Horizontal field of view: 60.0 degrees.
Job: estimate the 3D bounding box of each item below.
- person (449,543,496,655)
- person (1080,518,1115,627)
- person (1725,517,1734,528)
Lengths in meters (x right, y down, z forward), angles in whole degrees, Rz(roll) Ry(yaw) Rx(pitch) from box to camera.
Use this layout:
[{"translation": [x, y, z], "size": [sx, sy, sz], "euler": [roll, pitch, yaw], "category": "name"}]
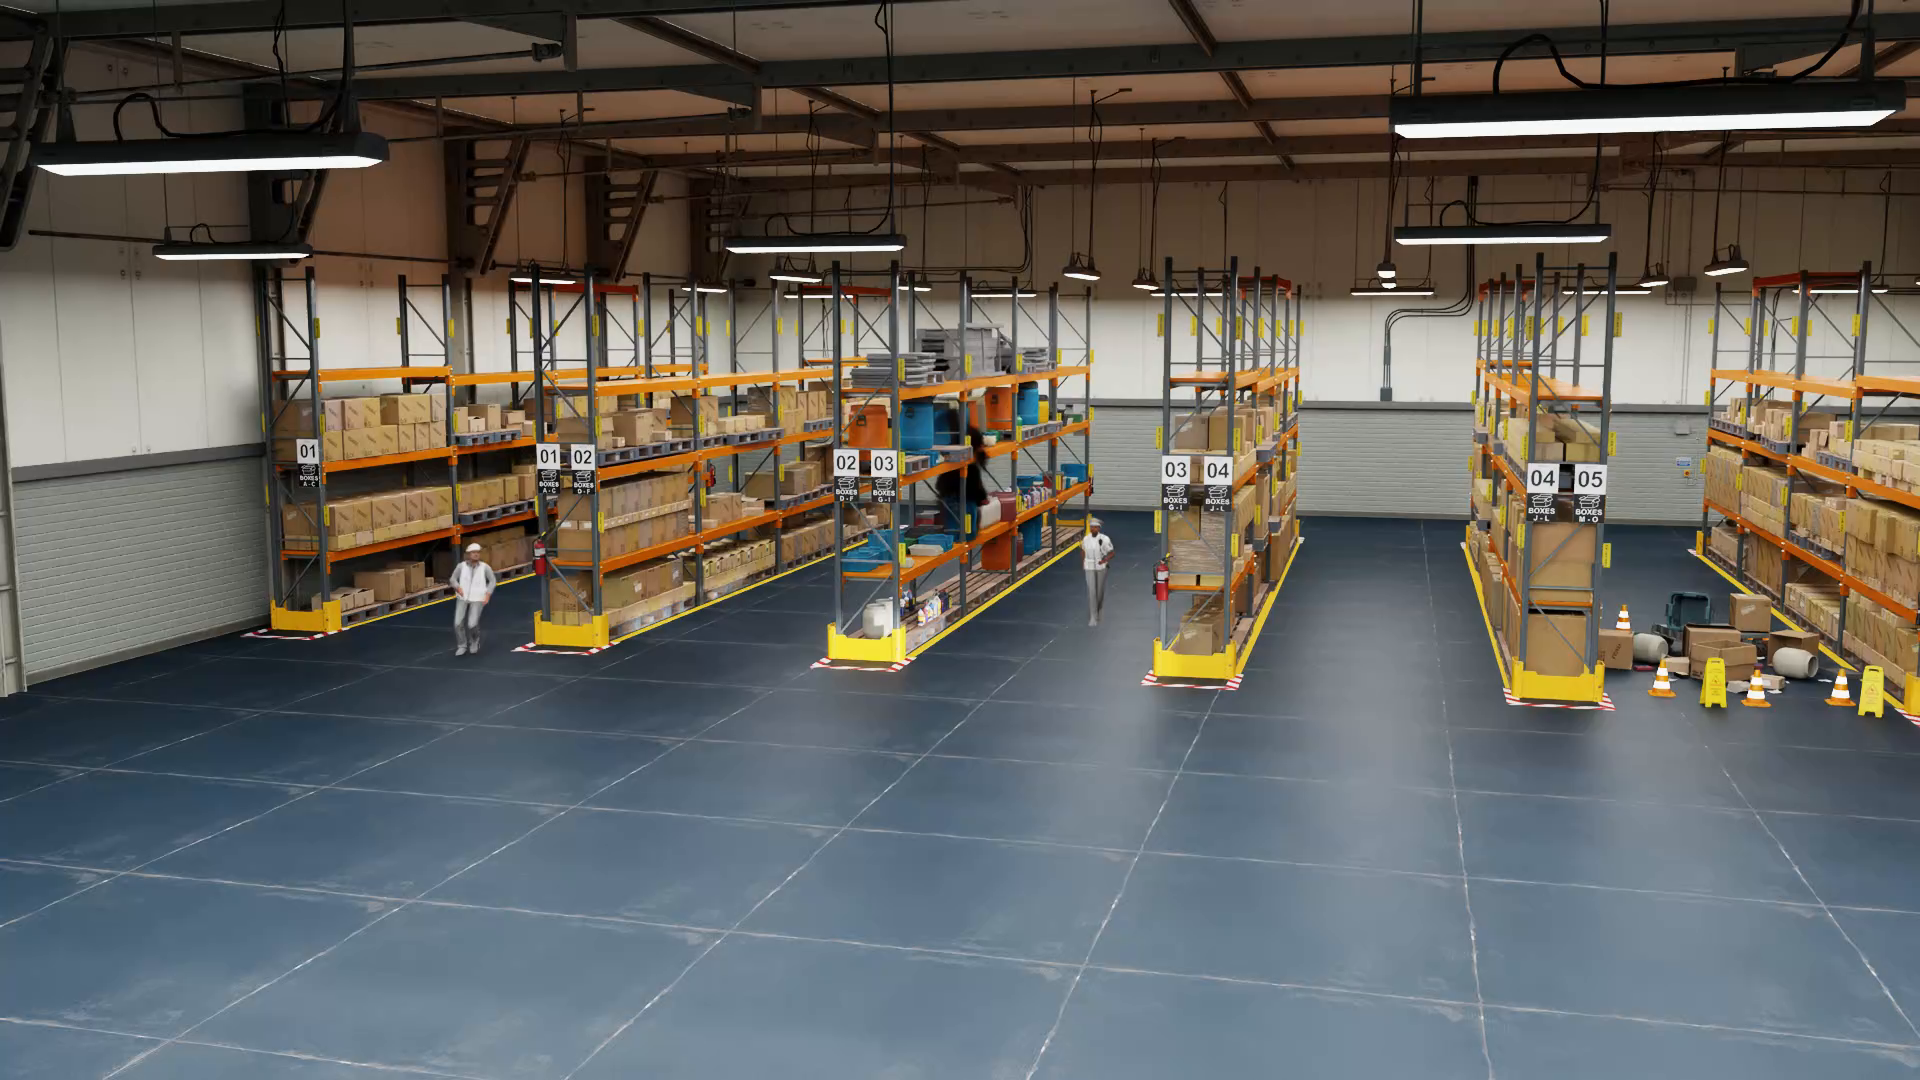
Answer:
[{"translation": [-7.543, 0.910, 25.670], "size": [0.675, 1.715, 0.570], "euler": [0, 7, -3], "category": "person"}, {"translation": [2.200, 0.495, 26.772], "size": [0.574, 1.722, 0.735], "euler": [2, 7, 12], "category": "person"}, {"translation": [17.812, -0.694, 37.942], "size": [0.771, 1.771, 0.923], "euler": [-4, 8, -30], "category": "person"}]
